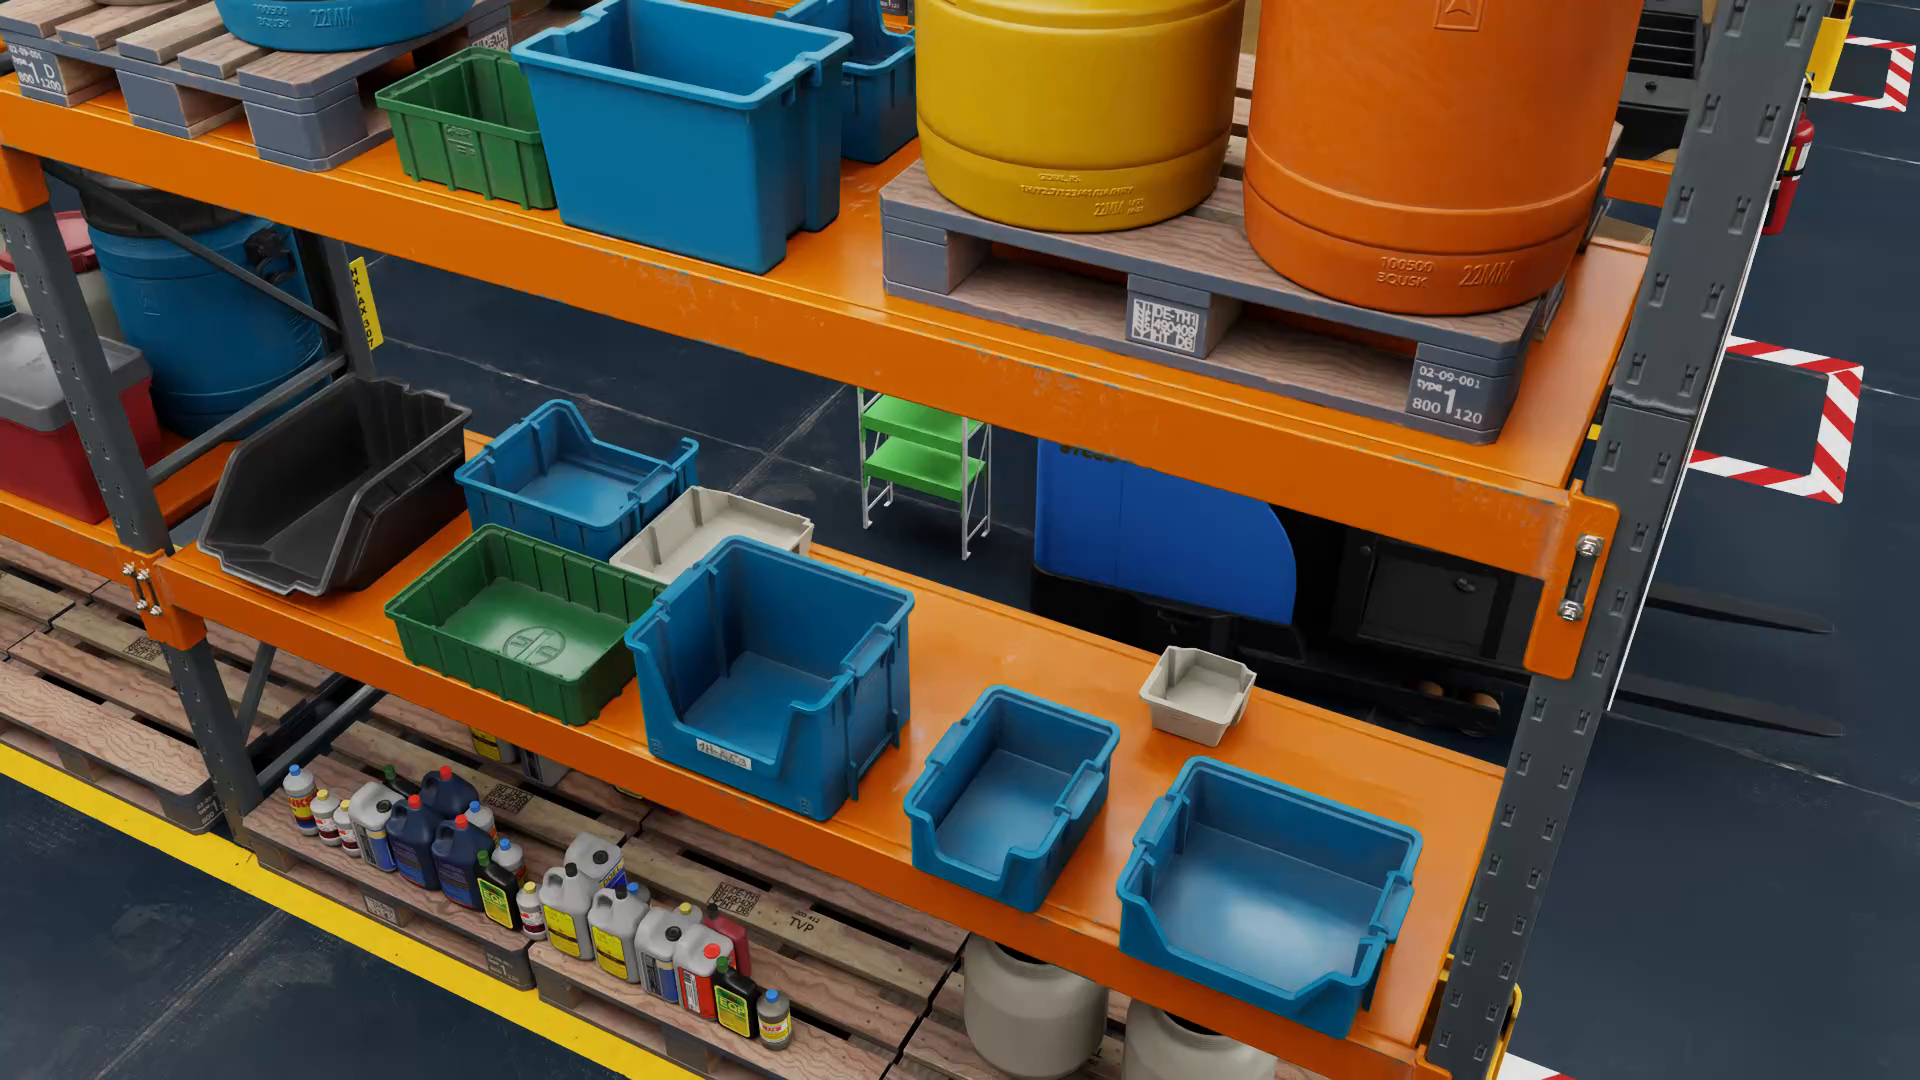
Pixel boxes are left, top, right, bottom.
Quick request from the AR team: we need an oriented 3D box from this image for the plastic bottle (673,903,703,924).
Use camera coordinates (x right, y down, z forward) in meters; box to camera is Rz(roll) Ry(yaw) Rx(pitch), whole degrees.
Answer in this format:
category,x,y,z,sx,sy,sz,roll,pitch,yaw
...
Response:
category,x,y,z,sx,sy,sz,roll,pitch,yaw
plastic bottle,-0.839,1.200,5.138,0.097,0.201,0.097,0,37,0

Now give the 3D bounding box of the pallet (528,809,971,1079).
category,x,y,z,sx,sy,sz,roll,pitch,yaw
pallet,-0.601,1.278,5.392,1.213,0.211,1.003,17,41,21

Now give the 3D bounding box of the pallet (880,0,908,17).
category,x,y,z,sx,sy,sz,roll,pitch,yaw
pallet,-0.599,-3.254,9.214,1.213,0.211,1.003,17,41,21

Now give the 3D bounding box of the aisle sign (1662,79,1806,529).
category,x,y,z,sx,sy,sz,roll,pitch,yaw
aisle sign,1.485,-0.441,3.200,0.004,0.787,0.394,17,41,21

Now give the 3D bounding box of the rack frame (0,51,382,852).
category,x,y,z,sx,sy,sz,roll,pitch,yaw
rack frame,-2.265,-0.380,5.270,0.127,3.000,1.000,17,41,21

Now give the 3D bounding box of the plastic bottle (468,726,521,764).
category,x,y,z,sx,sy,sz,roll,pitch,yaw
plastic bottle,-1.627,0.601,5.804,0.185,0.351,0.144,17,41,21

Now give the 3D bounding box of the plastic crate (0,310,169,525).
category,x,y,z,sx,sy,sz,roll,pitch,yaw
plastic crate,-2.836,-0.376,5.212,0.583,0.464,0.402,17,41,21

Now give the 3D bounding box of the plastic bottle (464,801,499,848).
category,x,y,z,sx,sy,sz,roll,pitch,yaw
plastic bottle,-1.555,0.954,5.405,0.097,0.271,0.097,0,37,0

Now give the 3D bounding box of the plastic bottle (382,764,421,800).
category,x,y,z,sx,sy,sz,roll,pitch,yaw
plastic bottle,-1.836,0.868,5.508,0.133,0.283,0.061,17,41,21

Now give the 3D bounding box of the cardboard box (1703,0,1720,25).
category,x,y,z,sx,sy,sz,roll,pitch,yaw
cardboard box,2.962,-2.504,6.912,0.500,0.500,0.500,17,41,21

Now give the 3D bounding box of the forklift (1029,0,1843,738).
category,x,y,z,sx,sy,sz,roll,pitch,yaw
forklift,1.854,-0.790,5.867,3.031,2.935,1.130,12,39,16

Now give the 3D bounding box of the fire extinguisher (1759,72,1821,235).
category,x,y,z,sx,sy,sz,roll,pitch,yaw
fire extinguisher,3.454,-1.617,6.964,0.183,0.674,0.296,17,41,21

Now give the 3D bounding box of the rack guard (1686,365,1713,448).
category,x,y,z,sx,sy,sz,roll,pitch,yaw
rack guard,3.497,-0.953,8.092,0.348,0.500,1.175,17,41,21

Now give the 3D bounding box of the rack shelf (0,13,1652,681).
category,x,y,z,sx,sy,sz,roll,pitch,yaw
rack shelf,-0.489,-0.733,3.848,4.000,0.370,1.077,17,41,21

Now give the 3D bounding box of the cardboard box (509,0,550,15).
category,x,y,z,sx,sy,sz,roll,pitch,yaw
cardboard box,-2.455,-3.318,10.223,0.500,0.250,0.500,22,42,26

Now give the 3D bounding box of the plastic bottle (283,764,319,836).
category,x,y,z,sx,sy,sz,roll,pitch,yaw
plastic bottle,-2.184,0.855,5.535,0.097,0.271,0.097,0,37,0

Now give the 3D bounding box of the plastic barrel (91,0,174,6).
category,x,y,z,sx,sy,sz,roll,pitch,yaw
plastic barrel,-1.973,-1.562,3.906,0.421,0.512,0.421,0,37,0

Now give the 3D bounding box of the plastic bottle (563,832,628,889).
category,x,y,z,sx,sy,sz,roll,pitch,yaw
plastic bottle,-1.148,1.061,5.261,0.135,0.276,0.152,17,41,21

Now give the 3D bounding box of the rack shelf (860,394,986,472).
category,x,y,z,sx,sy,sz,roll,pitch,yaw
rack shelf,-0.147,-0.473,6.987,0.480,0.148,0.258,17,41,21

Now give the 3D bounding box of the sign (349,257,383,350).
category,x,y,z,sx,sy,sz,roll,pitch,yaw
sign,-2.002,-0.783,5.572,0.005,0.325,0.100,17,41,21

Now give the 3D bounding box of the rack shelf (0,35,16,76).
category,x,y,z,sx,sy,sz,roll,pitch,yaw
rack shelf,-4.041,-1.845,5.313,4.000,0.370,1.077,17,41,21

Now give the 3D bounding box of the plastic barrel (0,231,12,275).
category,x,y,z,sx,sy,sz,roll,pitch,yaw
plastic barrel,-3.665,-1.022,6.003,0.433,0.535,0.433,0,37,0

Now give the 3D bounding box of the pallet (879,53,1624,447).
category,x,y,z,sx,sy,sz,roll,pitch,yaw
pallet,0.597,-0.670,3.327,1.213,0.211,1.003,17,41,21

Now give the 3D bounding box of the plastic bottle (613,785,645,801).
category,x,y,z,sx,sy,sz,roll,pitch,yaw
plastic bottle,-1.128,0.756,5.656,0.133,0.283,0.061,17,41,21

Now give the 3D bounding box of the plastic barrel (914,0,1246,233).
category,x,y,z,sx,sy,sz,roll,pitch,yaw
plastic barrel,0.216,-0.954,3.042,0.600,0.588,0.600,0,37,0

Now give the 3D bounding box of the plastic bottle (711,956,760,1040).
category,x,y,z,sx,sy,sz,roll,pitch,yaw
plastic bottle,-0.658,1.341,4.886,0.133,0.283,0.061,18,41,23

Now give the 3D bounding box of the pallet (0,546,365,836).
category,x,y,z,sx,sy,sz,roll,pitch,yaw
pallet,-2.980,0.533,6.374,1.213,0.211,1.003,17,41,21

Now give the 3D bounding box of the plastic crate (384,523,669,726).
category,x,y,z,sx,sy,sz,roll,pitch,yaw
plastic crate,-1.190,0.233,4.637,0.662,0.188,0.450,17,41,21

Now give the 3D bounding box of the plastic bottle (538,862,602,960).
category,x,y,z,sx,sy,sz,roll,pitch,yaw
plastic bottle,-1.194,1.117,5.124,0.185,0.351,0.144,17,40,21

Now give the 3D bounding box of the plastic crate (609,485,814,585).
category,x,y,z,sx,sy,sz,roll,pitch,yaw
plastic crate,-0.707,0.040,4.934,0.437,0.136,0.530,17,41,21

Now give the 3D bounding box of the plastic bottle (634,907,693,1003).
category,x,y,z,sx,sy,sz,roll,pitch,yaw
plastic bottle,-0.880,1.243,5.021,0.135,0.276,0.152,16,40,20

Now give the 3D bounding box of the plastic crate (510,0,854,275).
category,x,y,z,sx,sy,sz,roll,pitch,yaw
plastic crate,-0.545,-0.825,3.388,0.575,0.384,0.392,17,41,21

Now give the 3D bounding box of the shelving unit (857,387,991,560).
category,x,y,z,sx,sy,sz,roll,pitch,yaw
shelving unit,-0.147,-0.524,6.948,0.503,1.200,0.258,17,41,21

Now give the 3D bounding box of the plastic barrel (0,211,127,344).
category,x,y,z,sx,sy,sz,roll,pitch,yaw
plastic barrel,-3.014,-0.818,5.735,0.433,0.535,0.433,0,37,0

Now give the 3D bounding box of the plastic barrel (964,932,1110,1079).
category,x,y,z,sx,sy,sz,roll,pitch,yaw
plastic barrel,0.222,1.274,4.801,0.421,0.512,0.421,0,37,0

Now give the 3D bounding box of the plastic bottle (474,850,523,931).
category,x,y,z,sx,sy,sz,roll,pitch,yaw
plastic bottle,-1.444,1.094,5.210,0.133,0.283,0.061,19,41,23

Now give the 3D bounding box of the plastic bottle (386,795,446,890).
category,x,y,z,sx,sy,sz,roll,pitch,yaw
plastic bottle,-1.739,0.947,5.349,0.185,0.351,0.144,18,41,23

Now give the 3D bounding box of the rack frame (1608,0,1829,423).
category,x,y,z,sx,sy,sz,roll,pitch,yaw
rack frame,1.287,-1.658,1.991,0.127,3.000,1.000,17,41,21

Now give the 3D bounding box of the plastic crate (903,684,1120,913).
category,x,y,z,sx,sy,sz,roll,pitch,yaw
plastic crate,0.131,0.629,4.064,0.408,0.251,0.499,17,41,21

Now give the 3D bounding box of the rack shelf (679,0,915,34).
category,x,y,z,sx,sy,sz,roll,pitch,yaw
rack shelf,-1.763,-3.309,9.723,4.000,0.370,1.077,17,41,21

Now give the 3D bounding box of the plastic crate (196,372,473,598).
category,x,y,z,sx,sy,sz,roll,pitch,yaw
plastic crate,-1.859,-0.142,5.007,0.504,0.338,0.767,17,41,21

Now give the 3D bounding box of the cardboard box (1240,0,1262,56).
category,x,y,z,sx,sy,sz,roll,pitch,yaw
cardboard box,1.727,-2.635,7.912,0.500,0.500,0.875,17,41,21

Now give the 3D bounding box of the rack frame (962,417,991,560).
category,x,y,z,sx,sy,sz,roll,pitch,yaw
rack frame,0.070,-0.456,6.858,0.015,1.200,0.240,17,41,21

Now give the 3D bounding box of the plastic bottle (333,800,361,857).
category,x,y,z,sx,sy,sz,roll,pitch,yaw
plastic bottle,-2.003,0.939,5.482,0.097,0.201,0.097,0,37,0

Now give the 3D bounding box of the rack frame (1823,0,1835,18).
category,x,y,z,sx,sy,sz,roll,pitch,yaw
rack frame,5.935,-4.562,10.779,0.127,3.000,1.000,17,41,21
